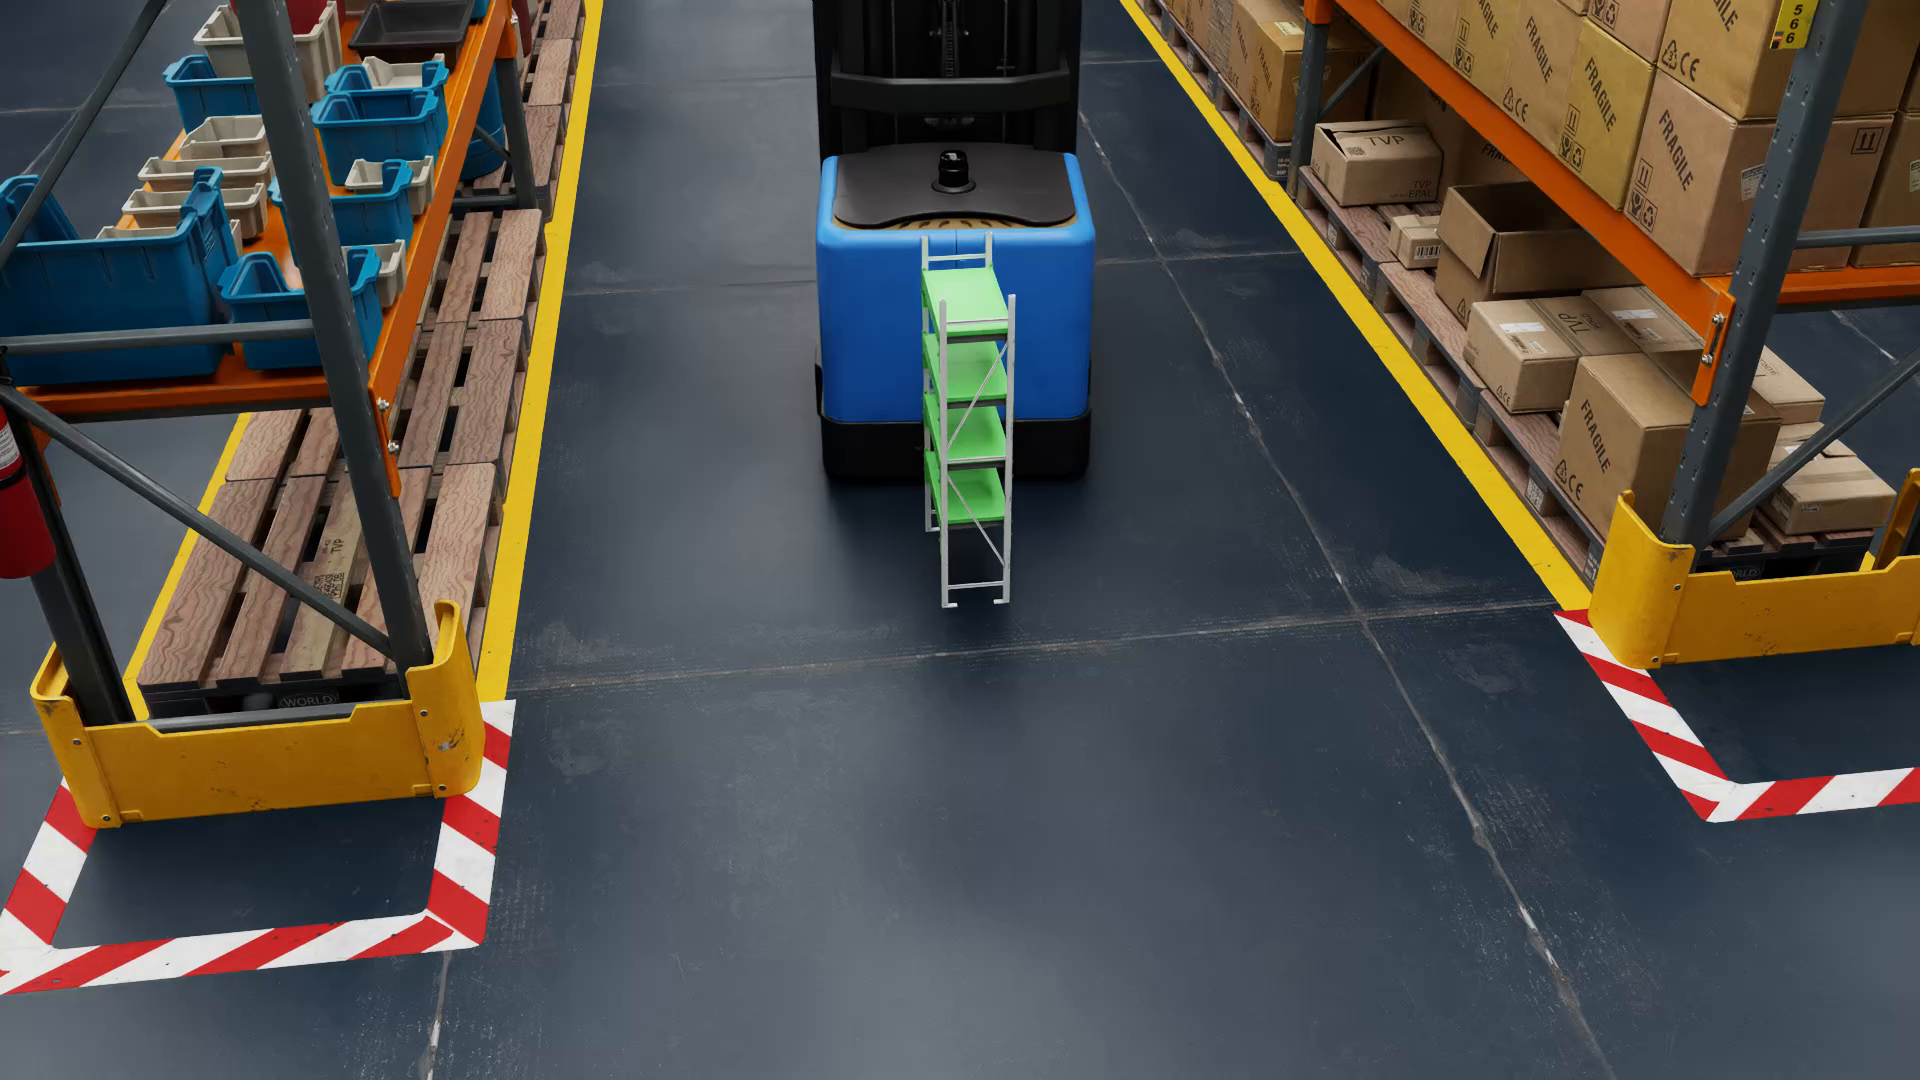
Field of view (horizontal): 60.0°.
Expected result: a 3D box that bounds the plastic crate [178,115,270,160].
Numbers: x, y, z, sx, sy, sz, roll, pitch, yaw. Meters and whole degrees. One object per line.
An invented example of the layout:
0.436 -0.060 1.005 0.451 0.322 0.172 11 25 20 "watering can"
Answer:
-2.536 -1.360 5.763 0.298 0.136 0.250 -4 35 -6 "plastic crate"

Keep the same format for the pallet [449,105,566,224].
-2.703 -2.036 9.050 1.003 0.211 1.213 -4 35 -6 "pallet"

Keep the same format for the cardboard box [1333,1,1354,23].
2.362 -2.862 9.615 0.500 0.500 0.500 -4 34 -6 "cardboard box"

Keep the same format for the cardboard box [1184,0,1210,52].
1.723 -3.370 10.361 0.500 0.500 0.500 -5 35 -8 "cardboard box"

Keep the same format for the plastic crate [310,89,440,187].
-1.986 -1.376 5.700 0.416 0.233 0.300 -4 35 -6 "plastic crate"

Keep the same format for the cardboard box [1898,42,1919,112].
3.008 -1.618 4.983 0.500 0.500 0.500 -3 34 -5 "cardboard box"

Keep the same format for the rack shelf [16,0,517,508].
-2.371 -1.341 6.193 1.077 0.370 4.000 -4 35 -6 "rack shelf"

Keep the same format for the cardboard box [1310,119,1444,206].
2.111 -1.948 8.441 0.500 0.311 0.500 -4 35 -6 "cardboard box"

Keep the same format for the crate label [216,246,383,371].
-1.809 -0.641 4.622 0.416 0.233 0.303 -4 35 -6 "crate label"

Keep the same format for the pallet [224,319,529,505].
-2.335 -0.513 6.815 1.003 0.211 1.213 -4 35 -6 "pallet"

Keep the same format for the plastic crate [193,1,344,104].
-2.617 -1.864 6.374 0.437 0.282 0.530 -4 35 -6 "plastic crate"

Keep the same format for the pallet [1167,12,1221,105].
1.955 -3.109 10.624 1.003 0.211 1.213 -4 35 -6 "pallet"

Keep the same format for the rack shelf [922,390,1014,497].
0.022 -0.351 5.813 0.258 0.148 0.480 -4 35 -6 "rack shelf"

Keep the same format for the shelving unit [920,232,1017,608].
0.022 -0.403 5.777 0.258 1.200 0.503 -4 35 -6 "shelving unit"

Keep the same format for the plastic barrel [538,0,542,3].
-3.095 -3.992 10.998 0.600 0.830 0.708 -4 35 -6 "plastic barrel"

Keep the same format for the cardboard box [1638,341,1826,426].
2.947 -0.545 6.437 0.500 0.250 0.500 -4 35 -6 "cardboard box"

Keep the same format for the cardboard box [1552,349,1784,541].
2.490 -0.329 5.898 0.500 0.500 0.500 -4 35 -6 "cardboard box"

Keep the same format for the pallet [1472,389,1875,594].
2.688 -0.230 6.401 1.003 0.211 1.213 -4 35 -6 "pallet"

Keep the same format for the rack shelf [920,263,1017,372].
0.022 -0.747 5.542 0.258 0.148 0.480 -4 35 -6 "rack shelf"

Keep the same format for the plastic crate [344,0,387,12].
-2.719 -2.400 7.289 0.396 0.136 0.243 -4 35 -6 "plastic crate"

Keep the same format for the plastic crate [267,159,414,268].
-1.898 -1.008 5.161 0.416 0.233 0.300 -4 35 -6 "plastic crate"

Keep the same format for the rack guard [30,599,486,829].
-2.086 0.523 5.039 1.175 0.500 0.348 -4 35 -6 "rack guard"

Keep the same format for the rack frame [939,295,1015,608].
0.055 -0.267 5.577 0.240 1.200 0.015 -4 35 -6 "rack frame"

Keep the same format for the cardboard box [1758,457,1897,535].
3.091 -0.159 5.961 0.380 0.149 0.250 -4 35 -6 "cardboard box"

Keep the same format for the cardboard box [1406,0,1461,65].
2.204 -2.299 6.871 0.500 0.500 0.500 -5 35 -7 "cardboard box"

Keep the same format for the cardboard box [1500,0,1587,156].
2.342 -1.734 6.042 0.500 0.500 0.500 -4 34 -6 "cardboard box"

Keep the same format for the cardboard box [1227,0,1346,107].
1.860 -2.807 9.534 0.500 0.500 0.500 -4 35 -6 "cardboard box"

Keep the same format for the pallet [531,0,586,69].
-3.031 -3.398 11.048 1.003 0.211 1.213 -4 35 -6 "pallet"

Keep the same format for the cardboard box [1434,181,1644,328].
2.527 -1.230 7.217 0.797 0.503 0.637 -4 35 -6 "cardboard box"

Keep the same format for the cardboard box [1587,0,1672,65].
2.406 -1.859 5.338 0.500 0.500 0.500 -3 34 -5 "cardboard box"

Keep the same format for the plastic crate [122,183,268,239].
-2.416 -1.042 5.297 0.396 0.136 0.243 -4 35 -6 "plastic crate"

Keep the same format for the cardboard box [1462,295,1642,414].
2.391 -0.758 6.750 0.500 0.250 0.500 -4 35 -6 "cardboard box"

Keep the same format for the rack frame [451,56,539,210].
-2.640 -2.755 7.628 1.000 3.000 0.127 -4 35 -6 "rack frame"

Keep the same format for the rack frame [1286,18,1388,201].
2.269 -3.128 8.176 1.000 3.000 0.127 -4 35 -6 "rack frame"

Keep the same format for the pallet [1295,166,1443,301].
2.360 -1.592 8.399 1.003 0.211 1.213 -4 35 -6 "pallet"

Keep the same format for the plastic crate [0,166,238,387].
-2.332 -0.735 4.580 0.616 0.435 0.499 -4 35 -6 "plastic crate"

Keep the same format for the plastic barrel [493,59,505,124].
-2.792 -2.761 9.128 0.600 0.901 0.708 -4 35 -6 "plastic barrel"

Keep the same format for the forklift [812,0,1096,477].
-0.060 -2.257 6.958 1.130 2.935 3.031 -1 34 -2 "forklift"

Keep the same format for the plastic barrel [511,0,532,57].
-2.943 -3.262 10.141 0.600 0.588 0.708 -4 35 -6 "plastic barrel"

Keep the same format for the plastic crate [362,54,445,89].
-2.108 -1.721 6.293 0.293 0.136 0.466 -4 35 -6 "plastic crate"

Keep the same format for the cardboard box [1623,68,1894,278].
2.477 -1.166 5.209 0.500 0.500 0.500 -3 34 -5 "cardboard box"

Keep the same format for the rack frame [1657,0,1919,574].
2.807 -0.896 4.900 1.000 3.000 0.127 -4 35 -6 "rack frame"

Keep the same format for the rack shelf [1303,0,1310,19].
2.000 -3.946 10.016 1.077 0.370 4.000 -4 35 -6 "rack shelf"
